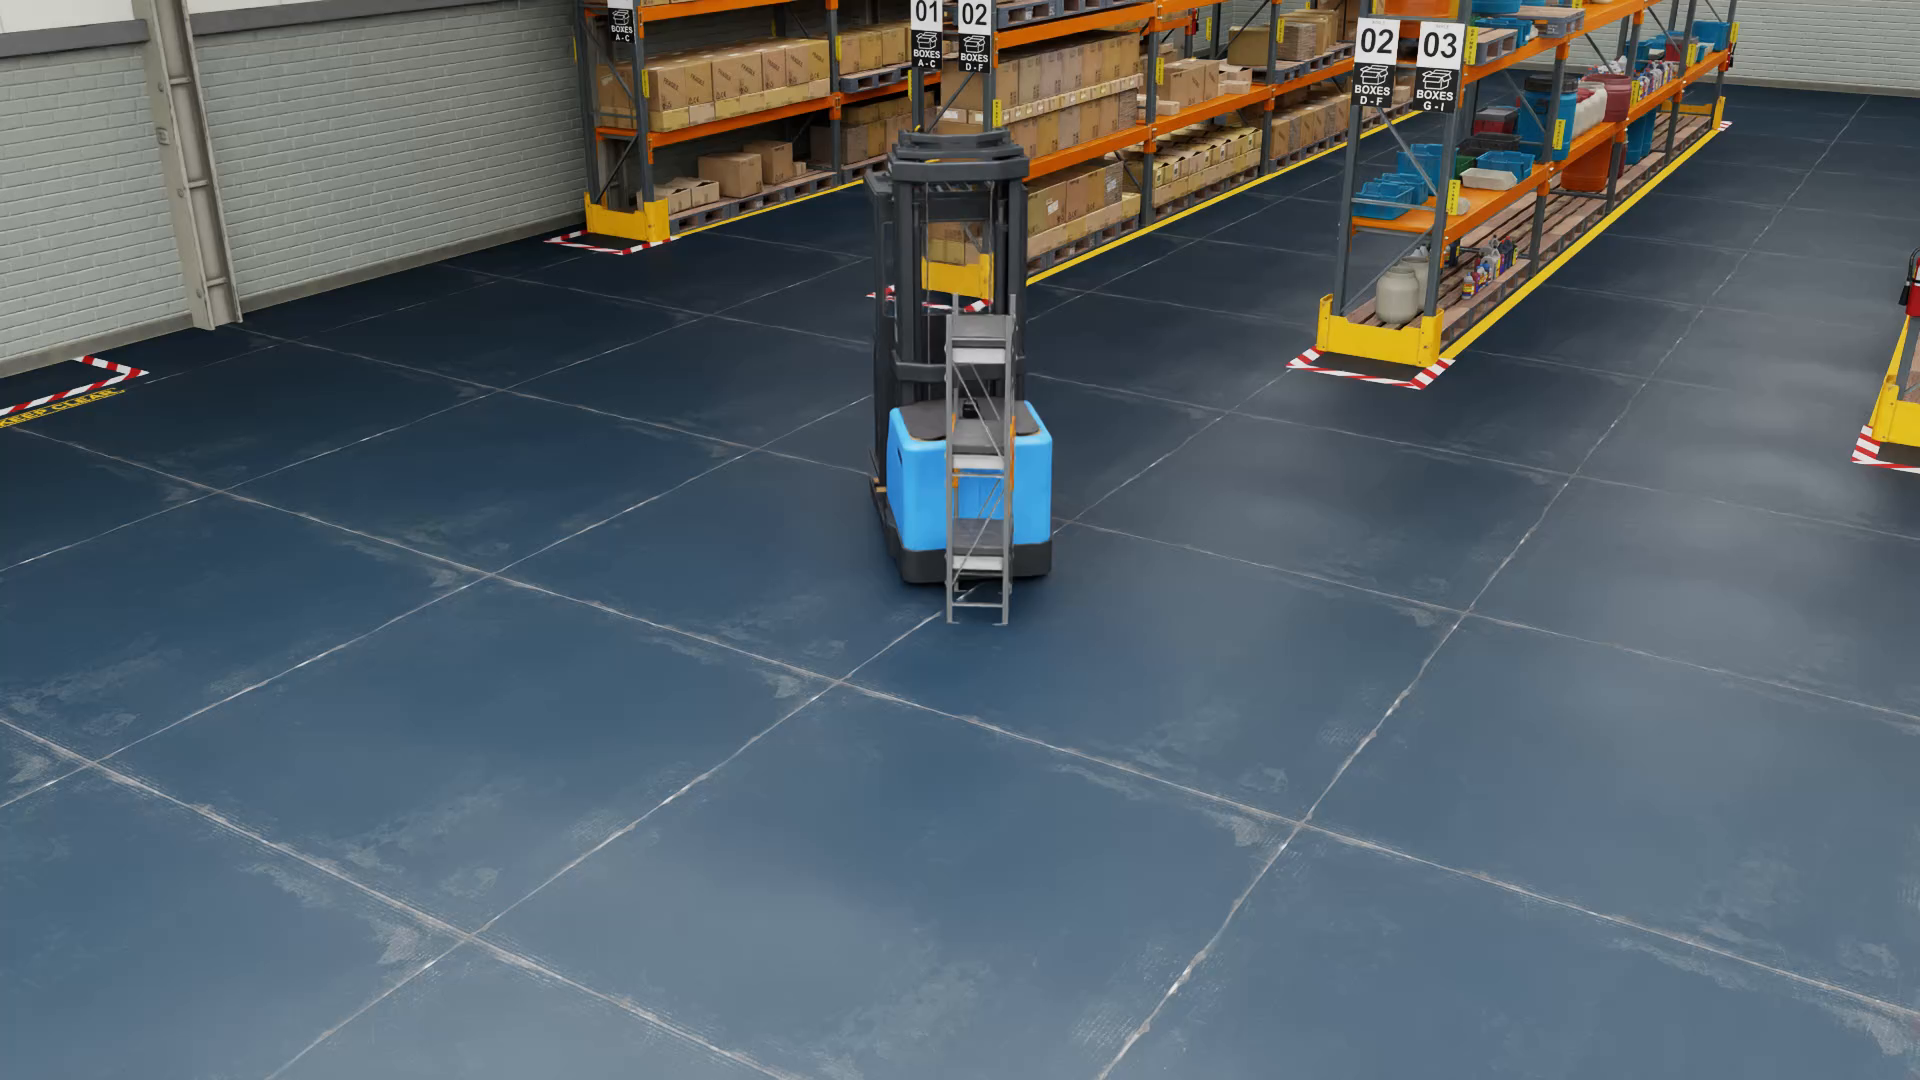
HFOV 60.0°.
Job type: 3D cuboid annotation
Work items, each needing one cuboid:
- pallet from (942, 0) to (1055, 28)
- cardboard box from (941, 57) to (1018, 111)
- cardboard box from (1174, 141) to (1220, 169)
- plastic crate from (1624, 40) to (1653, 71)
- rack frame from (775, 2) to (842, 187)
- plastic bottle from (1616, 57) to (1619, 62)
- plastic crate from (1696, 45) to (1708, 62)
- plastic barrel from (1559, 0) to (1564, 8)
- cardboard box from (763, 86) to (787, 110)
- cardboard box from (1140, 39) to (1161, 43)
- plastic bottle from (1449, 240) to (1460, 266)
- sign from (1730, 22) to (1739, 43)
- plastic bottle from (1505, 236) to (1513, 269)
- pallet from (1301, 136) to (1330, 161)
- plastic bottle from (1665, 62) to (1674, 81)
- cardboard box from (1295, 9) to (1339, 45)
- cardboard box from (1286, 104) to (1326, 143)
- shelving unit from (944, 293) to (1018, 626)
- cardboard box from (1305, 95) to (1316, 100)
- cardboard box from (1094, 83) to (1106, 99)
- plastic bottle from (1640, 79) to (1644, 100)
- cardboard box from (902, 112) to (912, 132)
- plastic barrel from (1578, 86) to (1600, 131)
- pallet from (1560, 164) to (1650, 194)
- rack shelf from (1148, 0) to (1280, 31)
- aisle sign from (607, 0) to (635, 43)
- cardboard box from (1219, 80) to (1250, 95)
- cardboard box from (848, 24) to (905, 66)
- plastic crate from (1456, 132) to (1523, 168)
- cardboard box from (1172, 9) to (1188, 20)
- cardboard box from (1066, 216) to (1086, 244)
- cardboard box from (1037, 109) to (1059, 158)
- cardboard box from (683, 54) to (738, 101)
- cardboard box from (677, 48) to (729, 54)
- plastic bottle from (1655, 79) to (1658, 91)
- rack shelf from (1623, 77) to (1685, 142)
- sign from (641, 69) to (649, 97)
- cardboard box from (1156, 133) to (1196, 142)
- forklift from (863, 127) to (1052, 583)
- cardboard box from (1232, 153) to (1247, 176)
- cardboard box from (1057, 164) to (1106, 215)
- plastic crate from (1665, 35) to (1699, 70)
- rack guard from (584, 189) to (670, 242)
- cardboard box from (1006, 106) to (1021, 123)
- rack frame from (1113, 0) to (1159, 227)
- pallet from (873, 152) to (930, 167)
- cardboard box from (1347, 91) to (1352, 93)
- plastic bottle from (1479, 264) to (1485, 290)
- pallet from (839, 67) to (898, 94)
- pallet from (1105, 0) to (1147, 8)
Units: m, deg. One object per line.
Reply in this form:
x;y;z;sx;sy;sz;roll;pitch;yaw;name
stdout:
0.322;-5.793;18.192;1.003;0.211;1.213;14;27;29;pallet
0.212;-5.038;18.353;0.700;0.500;0.500;14;27;29;cardboard box
3.277;-5.369;23.102;0.500;0.311;0.500;15;27;30;cardboard box
10.420;-7.484;25.707;0.392;0.384;0.575;14;27;29;plastic crate
-2.173;-6.611;23.745;1.000;3.000;0.127;14;27;29;rack frame
9.908;-7.147;25.130;0.061;0.283;0.133;14;27;29;plastic bottle
11.708;-7.789;26.601;0.416;0.233;0.300;14;27;29;plastic crate
7.017;-6.800;19.775;0.600;0.901;0.708;14;27;29;plastic barrel
-2.688;-5.988;22.471;0.500;0.250;0.500;14;27;29;cardboard box
3.769;-9.831;32.985;0.380;0.149;0.250;14;27;29;cardboard box
5.588;-3.305;18.890;0.144;0.351;0.185;14;27;29;plastic bottle
13.049;-8.550;28.019;0.100;0.325;0.005;14;27;29;sign
6.149;-3.243;18.746;0.144;0.351;0.185;13;27;28;plastic bottle
5.218;-6.298;26.534;1.003;0.211;1.213;14;27;29;pallet
10.530;-6.977;24.747;0.152;0.276;0.135;14;27;29;plastic bottle
5.817;-8.400;27.223;0.700;0.500;0.500;5;24;11;cardboard box
5.441;-6.596;26.303;0.500;0.500;0.500;13;27;27;cardboard box
0.134;-0.503;10.768;0.431;2.100;0.503;2;23;4;shelving unit
5.523;-7.034;27.316;0.500;0.500;0.500;14;27;30;cardboard box
1.538;-5.438;20.093;0.380;0.149;0.250;14;27;29;cardboard box
9.428;-6.249;23.072;0.097;0.271;0.097;0;23;0;plastic bottle
-1.007;-6.439;25.940;0.700;0.500;0.500;14;27;29;cardboard box
7.770;-5.402;20.812;0.421;0.512;0.421;0;23;0;plastic barrel
9.378;-5.290;24.204;1.003;0.211;1.213;14;27;29;pallet
3.092;-7.295;22.456;1.077;0.370;4.000;14;27;29;rack shelf
-4.066;-6.367;19.909;0.394;0.787;0.004;14;27;29;aisle sign
3.908;-6.447;23.683;0.380;0.149;0.250;14;27;29;cardboard box
-1.254;-7.439;24.979;0.700;0.500;0.500;18;29;36;cardboard box
5.859;-4.356;18.615;0.767;0.338;0.504;14;27;29;plastic crate
3.896;-10.624;32.639;0.980;0.700;0.700;15;28;31;cardboard box
1.192;-3.795;20.173;0.500;0.250;0.500;14;27;29;cardboard box
0.724;-4.769;19.365;0.700;0.500;0.500;14;27;29;cardboard box
-3.229;-5.981;21.510;0.500;0.500;0.500;13;27;27;cardboard box
-3.406;-6.262;22.159;0.500;0.500;0.500;14;27;30;cardboard box
9.963;-6.559;23.875;0.097;0.201;0.097;0;23;0;plastic bottle
9.408;-6.230;23.770;1.077;0.370;4.000;14;27;29;rack shelf
-3.822;-5.544;20.192;0.100;0.325;0.005;14;27;29;sign
3.081;-5.646;23.744;0.500;0.311;0.500;13;27;28;cardboard box
-0.105;-1.603;12.264;1.130;2.935;3.031;-4;24;-8;forklift
3.808;-5.451;24.000;0.500;0.250;0.500;14;27;28;cardboard box
1.444;-4.311;20.421;0.500;0.500;0.500;14;27;29;cardboard box
11.147;-7.540;25.736;0.402;0.464;0.583;14;27;29;plastic crate
-4.243;-4.139;21.182;1.175;0.500;0.348;14;27;29;rack guard
0.454;-4.744;18.492;0.380;0.149;0.250;13;27;28;cardboard box
2.037;-5.574;21.350;1.000;3.000;0.127;14;27;29;rack frame
-1.121;-6.008;25.862;1.003;0.211;1.213;14;27;29;pallet
6.712;-7.747;29.200;0.500;0.311;0.500;14;27;29;cardboard box
5.588;-2.831;17.893;0.097;0.271;0.097;0;23;0;plastic bottle
-1.646;-6.750;24.309;1.003;0.211;1.213;14;27;29;pallet
1.609;-6.617;20.094;1.003;0.211;1.213;14;27;29;pallet
